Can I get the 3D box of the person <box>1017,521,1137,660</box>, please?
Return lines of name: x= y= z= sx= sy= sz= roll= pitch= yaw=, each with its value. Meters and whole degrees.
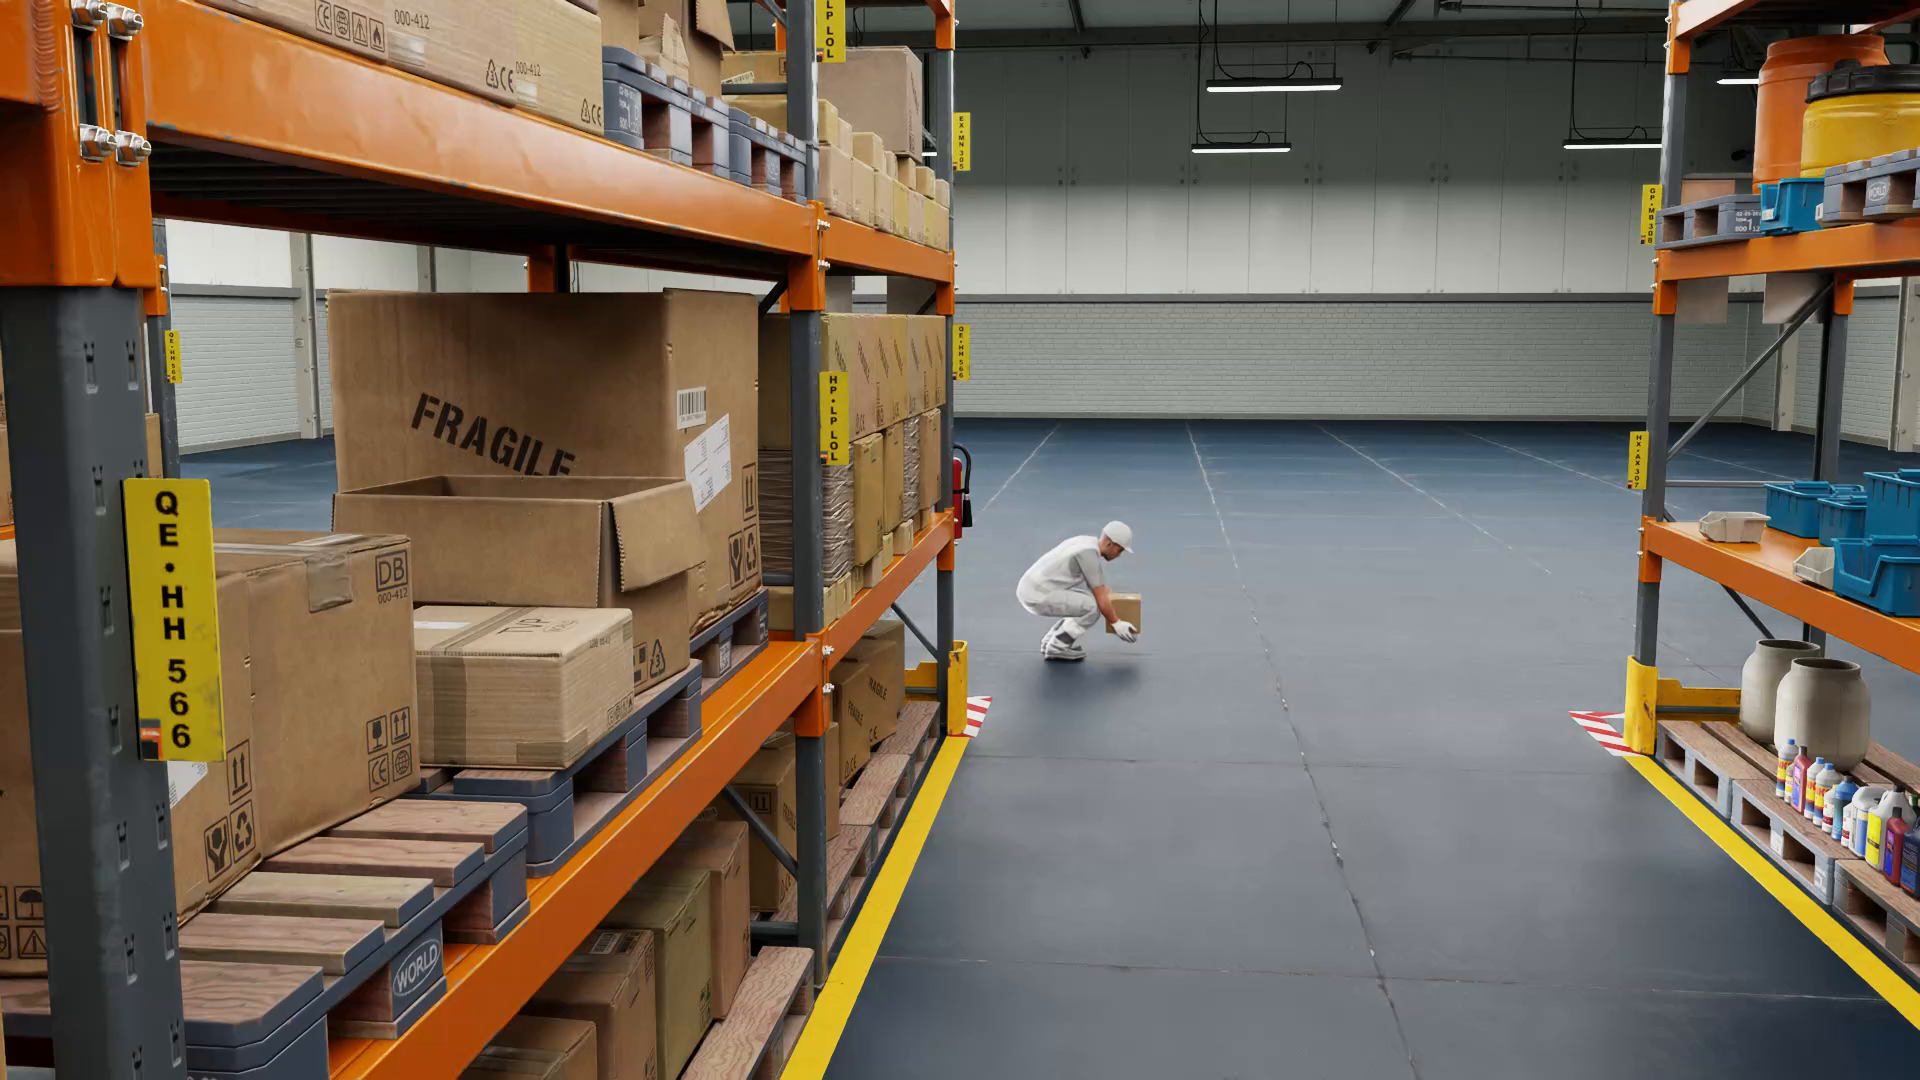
person: x=0.851 y=0.358 z=12.061 sx=0.876 sy=0.991 sz=0.566 roll=1 pitch=8 yaw=6
